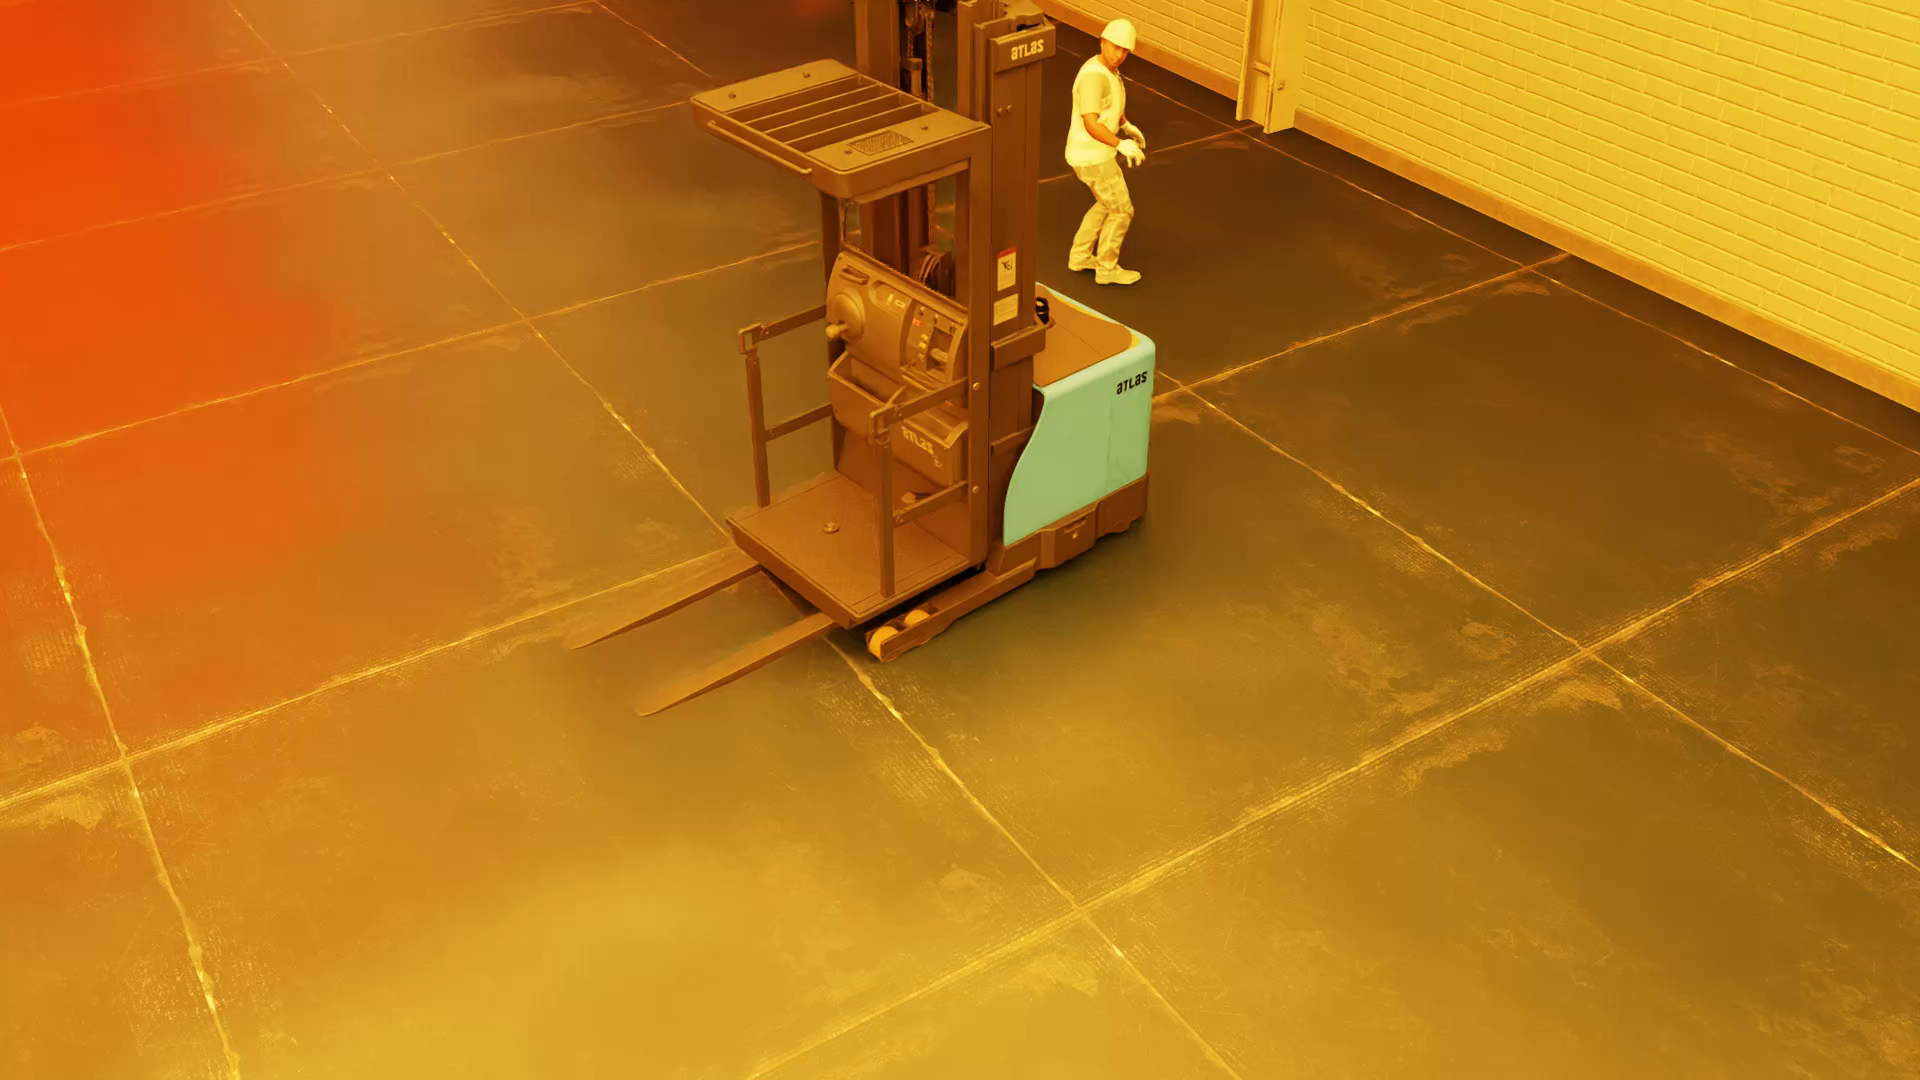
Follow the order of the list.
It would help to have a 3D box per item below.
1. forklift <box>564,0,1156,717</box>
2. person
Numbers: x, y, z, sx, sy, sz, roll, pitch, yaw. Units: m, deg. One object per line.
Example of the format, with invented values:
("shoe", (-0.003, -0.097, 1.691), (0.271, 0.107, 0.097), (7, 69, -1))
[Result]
("forklift", (-0.457, -0.965, 7.520), (3.031, 2.935, 1.130), (-26, 43, -32))
("person", (0.956, -2.511, 10.792), (0.533, 1.724, 0.795), (2, 35, 2))
